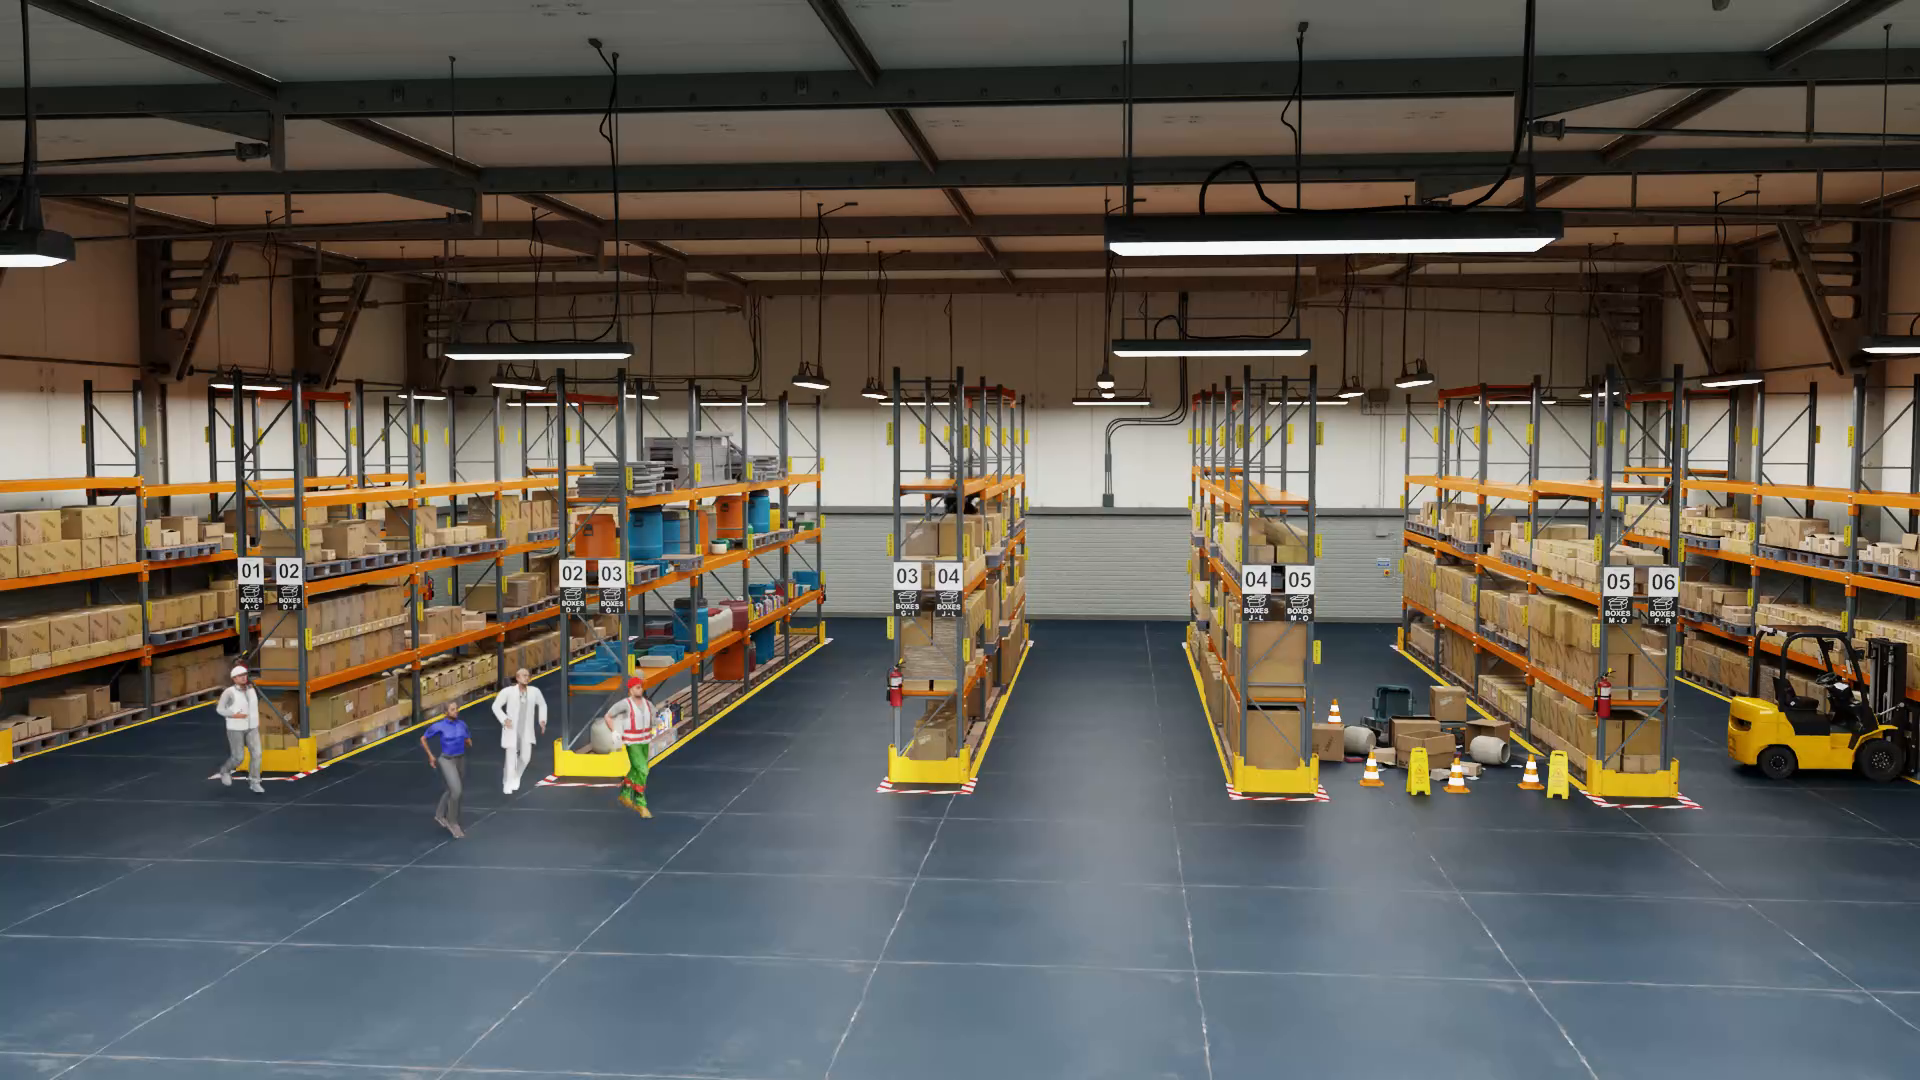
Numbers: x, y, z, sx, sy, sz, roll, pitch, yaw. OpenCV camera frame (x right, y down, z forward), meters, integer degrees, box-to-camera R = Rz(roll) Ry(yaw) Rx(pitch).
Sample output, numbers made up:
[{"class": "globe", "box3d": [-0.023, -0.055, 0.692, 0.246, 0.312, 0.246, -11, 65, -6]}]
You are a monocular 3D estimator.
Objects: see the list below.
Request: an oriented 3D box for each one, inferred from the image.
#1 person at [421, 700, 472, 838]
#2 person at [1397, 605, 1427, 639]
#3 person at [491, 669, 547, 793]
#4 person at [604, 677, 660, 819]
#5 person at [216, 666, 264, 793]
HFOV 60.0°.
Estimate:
[{"class": "person", "box3d": [-6.419, 2.877, 20.972, 0.756, 1.717, 0.544, 2, 4, 31]}, {"class": "person", "box3d": [11.019, 1.622, 40.399, 0.938, 1.667, 0.697, 3, 5, 40]}, {"class": "person", "box3d": [-6.176, 2.684, 23.405, 0.787, 1.735, 0.556, -2, 4, -26]}, {"class": "person", "box3d": [-4.300, 2.733, 22.035, 0.799, 1.845, 0.651, 2, 4, 34]}, {"class": "person", "box3d": [-10.141, 2.665, 23.464, 0.810, 1.781, 0.671, 3, 4, 36]}]
